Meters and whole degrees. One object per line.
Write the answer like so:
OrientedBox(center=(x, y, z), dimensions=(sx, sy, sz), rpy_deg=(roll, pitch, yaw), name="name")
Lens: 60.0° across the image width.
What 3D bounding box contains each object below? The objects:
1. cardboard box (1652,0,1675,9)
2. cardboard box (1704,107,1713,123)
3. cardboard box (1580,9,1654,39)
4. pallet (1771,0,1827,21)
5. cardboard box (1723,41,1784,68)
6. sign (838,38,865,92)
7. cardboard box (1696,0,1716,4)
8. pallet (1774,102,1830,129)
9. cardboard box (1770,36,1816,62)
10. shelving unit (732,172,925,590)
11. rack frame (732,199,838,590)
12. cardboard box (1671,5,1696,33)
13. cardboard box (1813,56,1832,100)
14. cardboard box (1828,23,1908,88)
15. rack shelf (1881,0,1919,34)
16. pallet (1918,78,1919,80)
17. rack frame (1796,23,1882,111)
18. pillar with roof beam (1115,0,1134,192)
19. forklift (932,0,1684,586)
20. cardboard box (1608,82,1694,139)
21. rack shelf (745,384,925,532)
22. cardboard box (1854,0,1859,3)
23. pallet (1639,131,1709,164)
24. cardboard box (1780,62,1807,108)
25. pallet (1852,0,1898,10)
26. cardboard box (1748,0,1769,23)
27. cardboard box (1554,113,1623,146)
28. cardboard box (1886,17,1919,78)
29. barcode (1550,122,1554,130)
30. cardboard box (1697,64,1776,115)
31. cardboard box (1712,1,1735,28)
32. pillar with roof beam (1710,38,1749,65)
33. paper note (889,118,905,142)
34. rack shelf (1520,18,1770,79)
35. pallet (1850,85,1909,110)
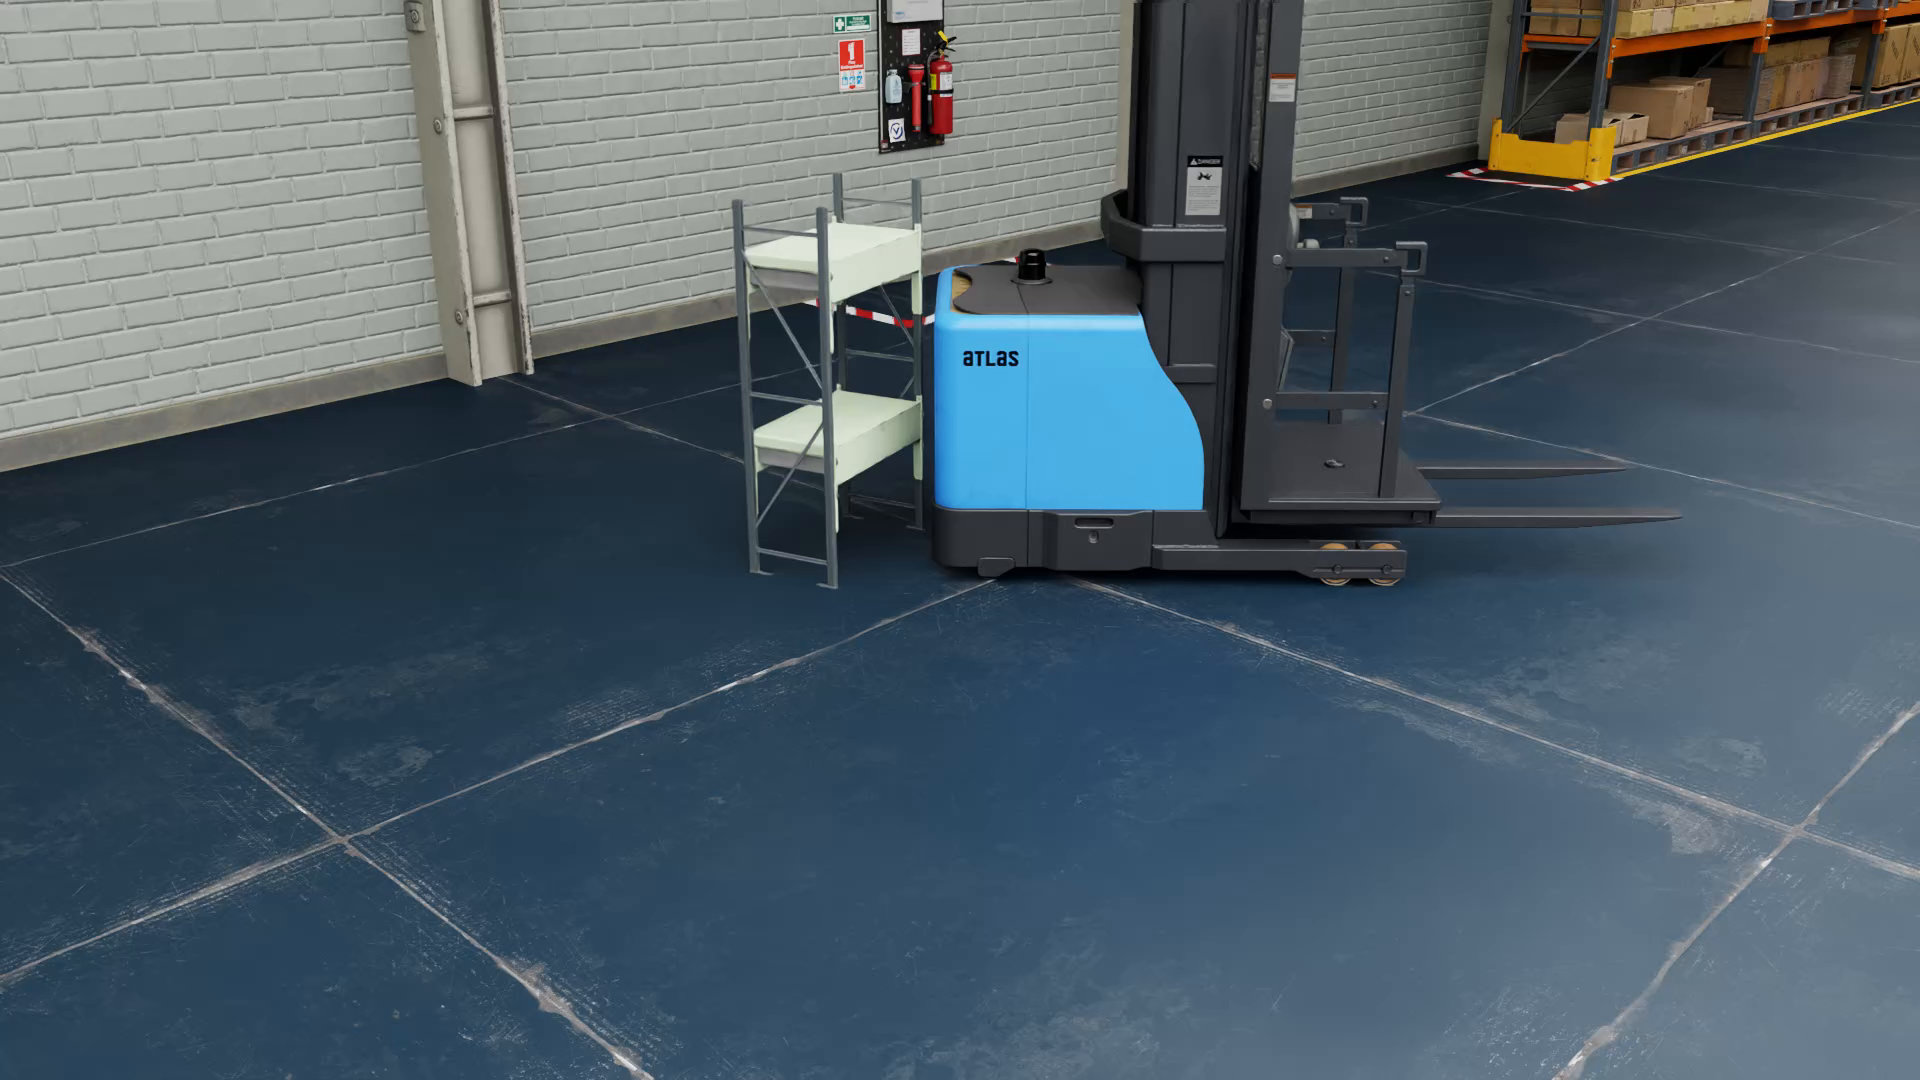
OrientedBox(center=(6.708, -5.500, 16.338), dimensions=(0.500, 0.500, 0.500), rpy_deg=(19, 28, 41), name="cardboard box")
OrientedBox(center=(8.246, -4.804, 18.729), dimensions=(0.380, 0.166, 0.250), rpy_deg=(15, 26, 34), name="cardboard box")
OrientedBox(center=(6.375, -5.024, 16.145), dimensions=(0.500, 0.250, 0.500), rpy_deg=(18, 28, 39), name="cardboard box")
OrientedBox(center=(9.235, -6.137, 19.128), dimensions=(1.003, 0.211, 1.213), rpy_deg=(19, 28, 41), name="pallet")
OrientedBox(center=(9.404, -5.762, 19.712), dimensions=(0.500, 0.250, 0.500), rpy_deg=(19, 28, 40), name="cardboard box")
OrientedBox(center=(-0.720, -3.167, 11.084), dimensions=(0.001, 0.329, 0.234), rpy_deg=(19, 28, 41), name="sign")
OrientedBox(center=(7.424, -5.767, 17.033), dimensions=(0.500, 0.500, 0.500), rpy_deg=(-19, 28, -40), name="cardboard box")
OrientedBox(center=(9.991, -5.280, 20.519), dimensions=(1.003, 0.211, 1.213), rpy_deg=(19, 28, 41), name="pallet")
OrientedBox(center=(10.126, -6.021, 20.384), dimensions=(0.500, 0.250, 0.500), rpy_deg=(19, 28, 40), name="cardboard box")
OrientedBox(center=(-0.501, -0.654, 6.685), dimensions=(0.431, 1.500, 0.755), rpy_deg=(10, 23, 25), name="shelving unit")
OrientedBox(center=(-0.666, -0.537, 6.380), dimensions=(0.400, 1.500, 0.023), rpy_deg=(10, 23, 25), name="rack frame")
OrientedBox(center=(7.087, -5.290, 16.838), dimensions=(0.500, 0.250, 0.500), rpy_deg=(19, 28, 40), name="cardboard box")
OrientedBox(center=(10.481, -5.832, 20.937), dimensions=(0.700, 0.500, 0.500), rpy_deg=(19, 28, 41), name="cardboard box")
OrientedBox(center=(11.995, -6.443, 22.069), dimensions=(0.750, 0.750, 0.750), rpy_deg=(19, 28, 40), name="cardboard box")
OrientedBox(center=(12.784, -7.273, 22.819), dimensions=(1.077, 0.370, 4.000), rpy_deg=(19, 28, 41), name="rack shelf")
OrientedBox(center=(13.694, -6.604, 23.962), dimensions=(1.003, 0.211, 1.213), rpy_deg=(19, 28, 41), name="pallet")
OrientedBox(center=(11.388, -7.095, 21.352), dimensions=(1.000, 3.000, 0.127), rpy_deg=(19, 28, 41), name="rack frame")
OrientedBox(center=(4.575, -5.615, 9.141), dimensions=(9.100, 9.000, 0.400), rpy_deg=(19, 28, 41), name="pillar with roof beam")
OrientedBox(center=(1.406, -1.378, 6.574), dimensions=(3.031, 2.935, 1.130), rpy_deg=(0, 21, 0), name="forklift")
OrientedBox(center=(7.300, -4.555, 17.615), dimensions=(0.700, 0.500, 0.500), rpy_deg=(17, 27, 37), name="cardboard box")
OrientedBox(center=(-0.501, -0.350, 6.802), dimensions=(0.431, 0.370, 0.720), rpy_deg=(10, 23, 25), name="rack shelf")
OrientedBox(center=(11.784, -7.013, 21.463), dimensions=(0.380, 0.149, 0.250), rpy_deg=(19, 28, 40), name="cardboard box")
OrientedBox(center=(7.304, -4.268, 17.885), dimensions=(1.003, 0.211, 1.213), rpy_deg=(19, 28, 41), name="pallet")
OrientedBox(center=(9.809, -5.565, 20.243), dimensions=(0.700, 0.500, 0.500), rpy_deg=(20, 28, 41), name="cardboard box")
OrientedBox(center=(10.968, -6.795, 20.840), dimensions=(1.213, 0.211, 1.003), rpy_deg=(19, 28, 41), name="pallet")
OrientedBox(center=(8.485, -5.808, 18.186), dimensions=(0.500, 0.250, 0.500), rpy_deg=(19, 28, 41), name="cardboard box")
OrientedBox(center=(6.355, -4.144, 16.809), dimensions=(0.500, 0.311, 0.500), rpy_deg=(15, 26, 35), name="cardboard box")
OrientedBox(center=(13.201, -6.887, 23.222), dimensions=(0.750, 0.750, 0.750), rpy_deg=(-19, 28, -40), name="cardboard box")
OrientedBox(center=(6.081, -4.253, 17.080), dimensions=(0.001, 0.075, 0.075), rpy_deg=(19, 28, 41), name="barcode")
OrientedBox(center=(9.099, -5.298, 19.549), dimensions=(0.500, 0.500, 0.700), rpy_deg=(-19, 28, -40), name="cardboard box")
OrientedBox(center=(7.791, -5.549, 17.512), dimensions=(0.500, 0.250, 0.500), rpy_deg=(19, 28, 40), name="cardboard box")
OrientedBox(center=(12.946, -8.700, 17.166), dimensions=(9.100, 9.000, 0.400), rpy_deg=(19, 28, 41), name="pillar with roof beam")
OrientedBox(center=(-0.434, -2.827, 11.477), dimensions=(0.016, 0.148, 0.142), rpy_deg=(19, 28, 41), name="paper note")
OrientedBox(center=(7.203, -5.217, 17.468), dimensions=(1.077, 0.370, 4.000), rpy_deg=(19, 28, 41), name="rack shelf")
OrientedBox(center=(11.992, -5.977, 22.330), dimensions=(1.003, 0.211, 1.213), rpy_deg=(19, 28, 41), name="pallet")
